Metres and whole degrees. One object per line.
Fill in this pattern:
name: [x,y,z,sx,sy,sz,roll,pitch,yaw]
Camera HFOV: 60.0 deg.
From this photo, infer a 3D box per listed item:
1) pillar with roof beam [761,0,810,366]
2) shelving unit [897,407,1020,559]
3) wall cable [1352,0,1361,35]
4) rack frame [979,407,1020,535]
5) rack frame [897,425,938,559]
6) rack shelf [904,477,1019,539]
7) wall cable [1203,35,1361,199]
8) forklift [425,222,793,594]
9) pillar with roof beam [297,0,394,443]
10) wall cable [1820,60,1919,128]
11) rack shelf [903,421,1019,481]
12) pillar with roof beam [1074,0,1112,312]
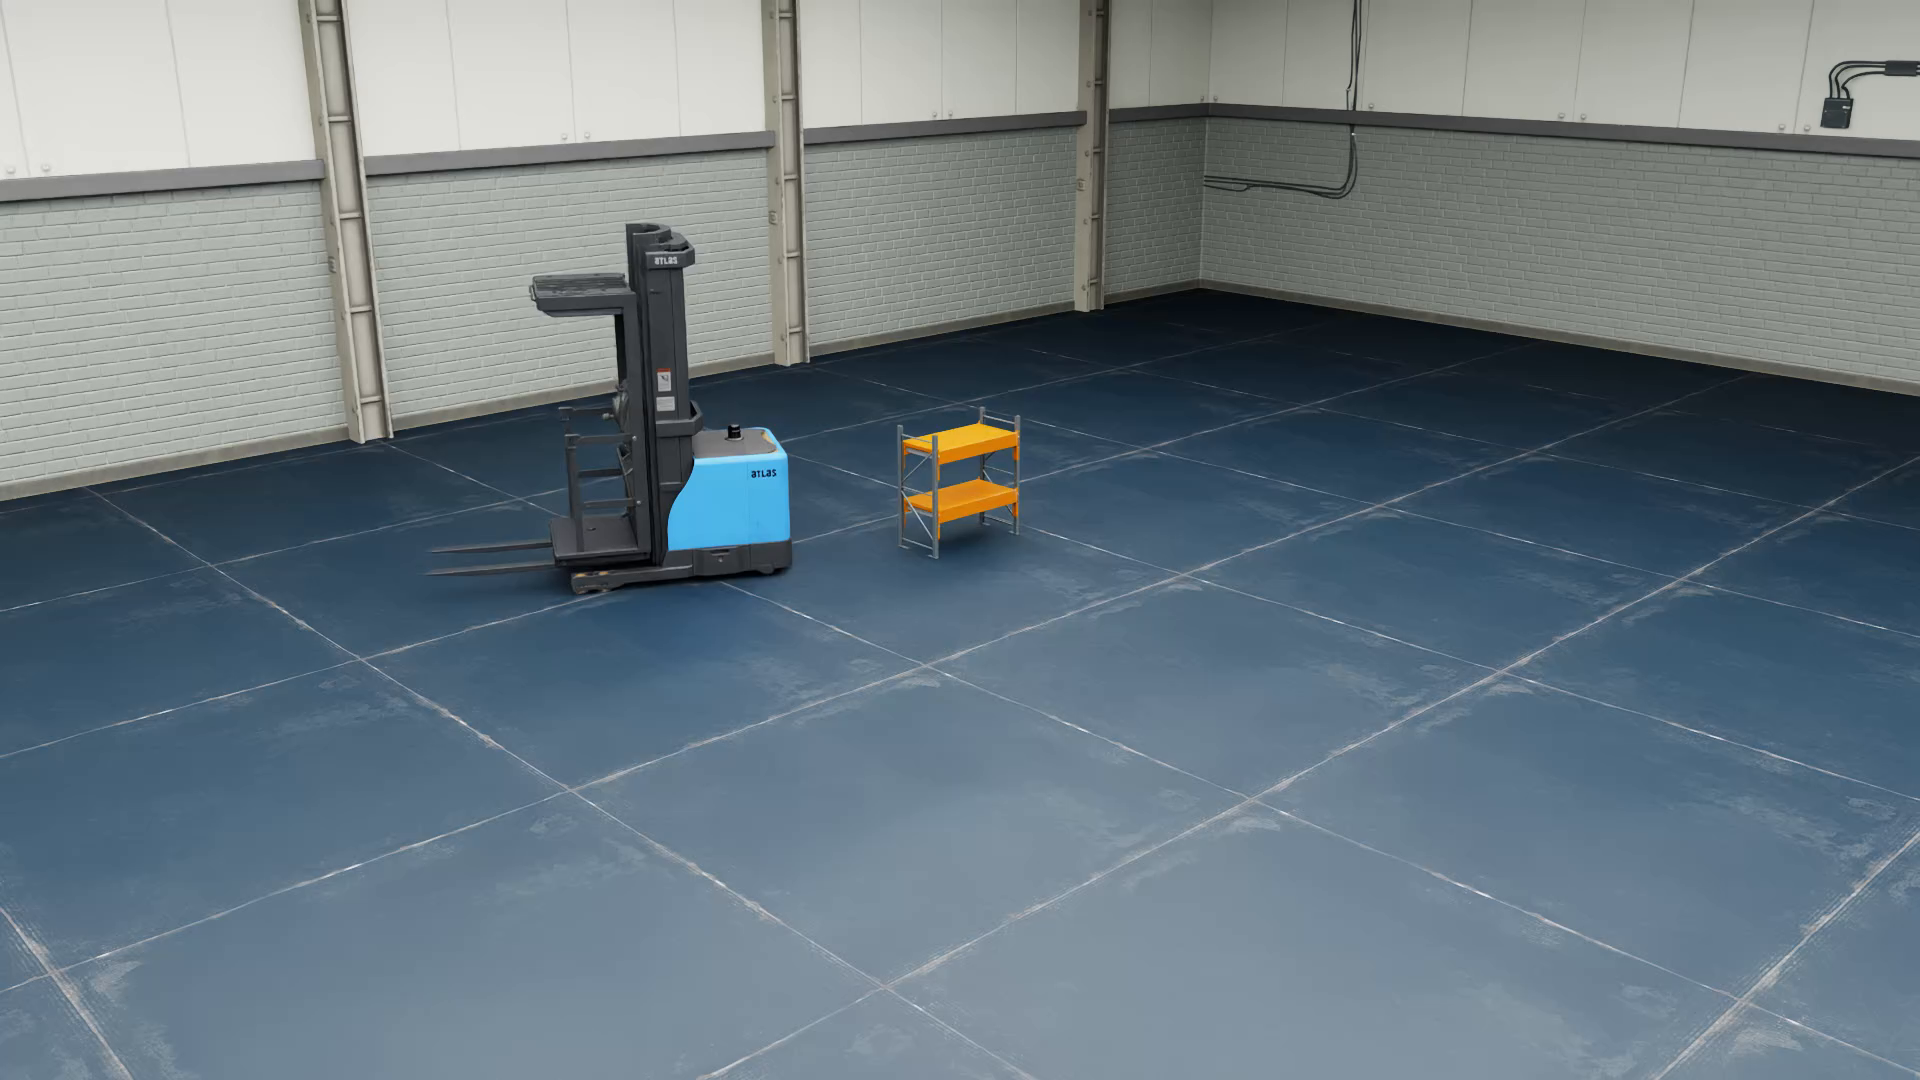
pillar with roof beam: [0.658,-5.742,18.369,0.400,9.000,9.100,-16,24,-41]
shelving unit: [-0.005,-0.534,15.072,1.048,1.125,0.538,-16,24,-41]
wall cable: [6.968,-8.625,24.107,0.112,2.526,3.097,-16,24,-41]
rack frame: [0.364,-0.641,15.404,0.032,1.125,0.500,-16,24,-41]
rack frame: [-0.374,-0.426,14.740,0.032,1.125,0.500,-16,24,-41]
rack shelf: [-0.005,-0.301,15.148,1.000,0.278,0.538,-16,24,-41]
wall cable: [5.109,-6.829,26.756,0.112,2.526,3.097,-16,24,-41]
forklift: [-3.024,-1.125,13.969,3.031,2.935,1.130,-5,19,-15]
pillar with roof beam: [-3.702,-4.470,14.448,0.400,9.000,9.100,-16,24,-41]
wall cable: [11.620,-7.793,19.180,0.169,6.003,2.305,-16,24,-41]
rack shelf: [-0.005,-0.812,14.982,1.000,0.278,0.538,-16,24,-41]
pillar with roof beam: [5.017,-7.013,22.290,0.400,9.000,9.100,-16,24,-41]
